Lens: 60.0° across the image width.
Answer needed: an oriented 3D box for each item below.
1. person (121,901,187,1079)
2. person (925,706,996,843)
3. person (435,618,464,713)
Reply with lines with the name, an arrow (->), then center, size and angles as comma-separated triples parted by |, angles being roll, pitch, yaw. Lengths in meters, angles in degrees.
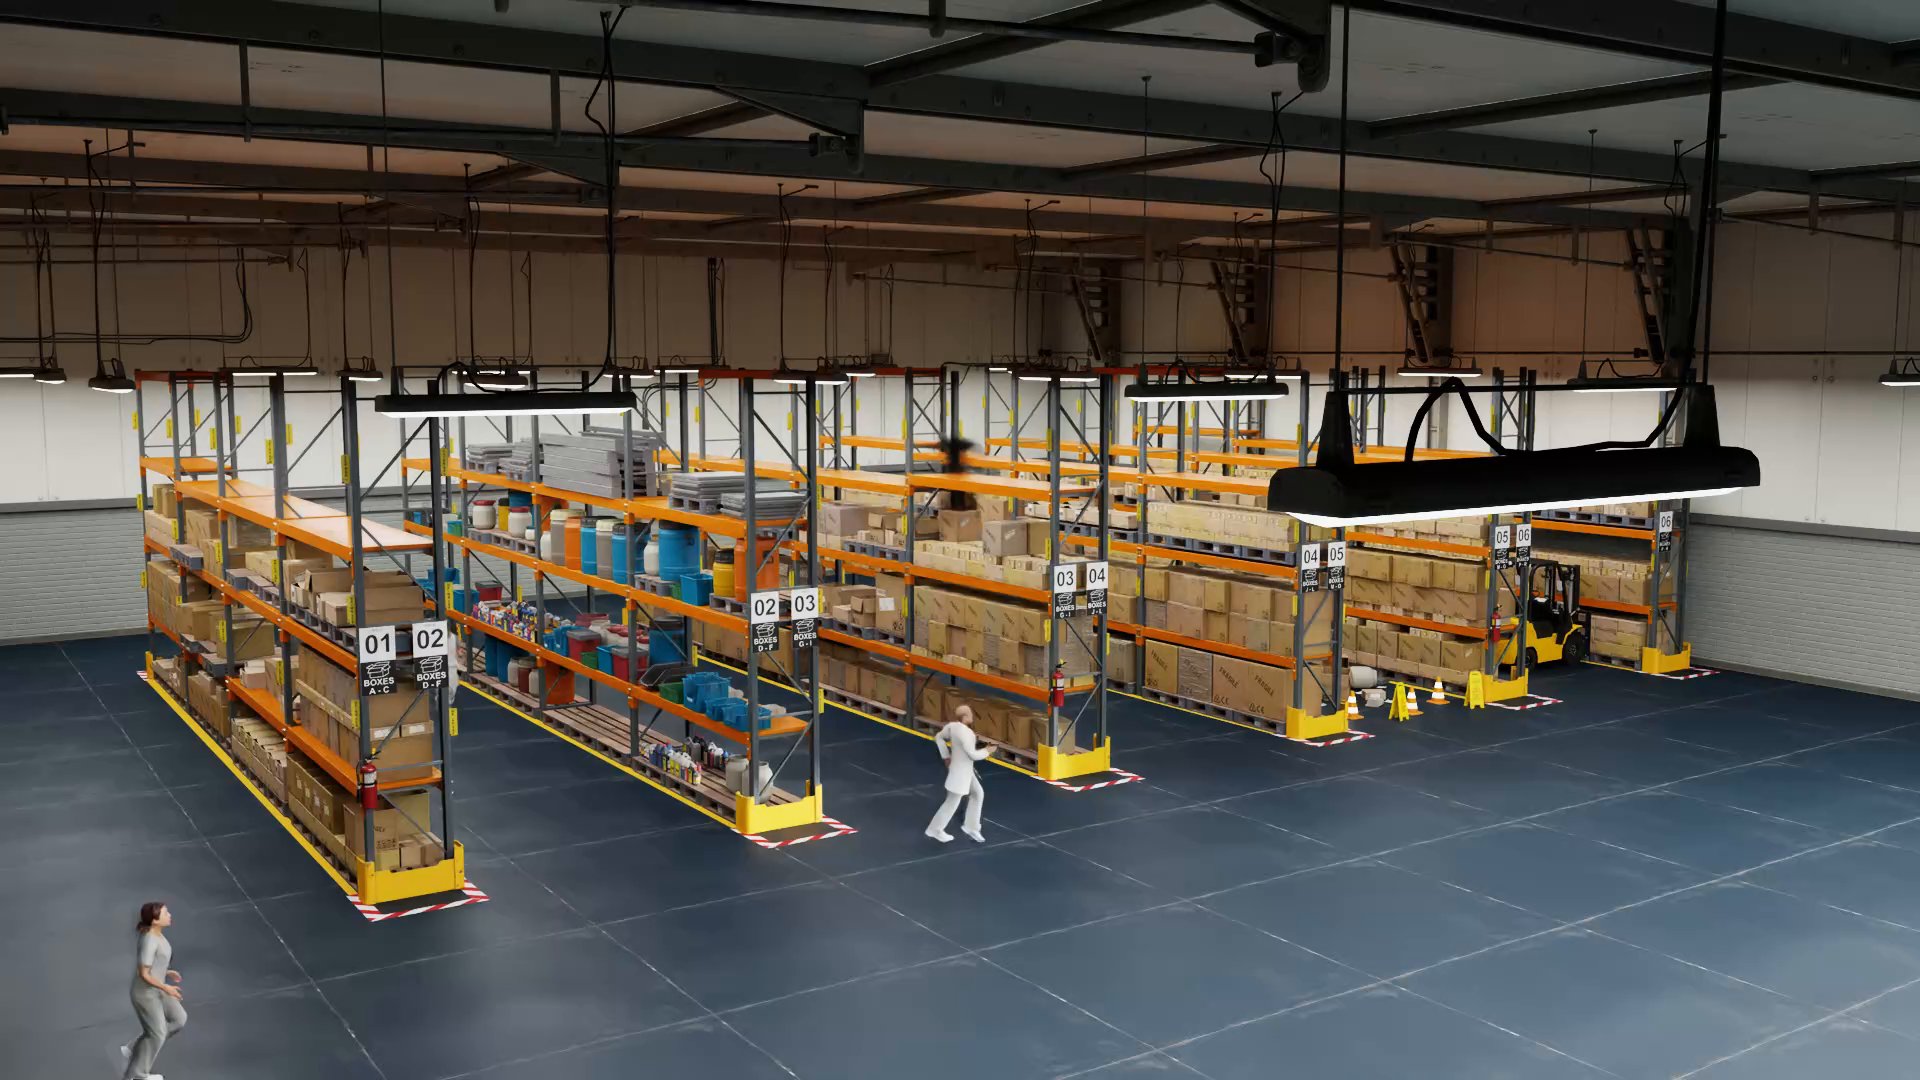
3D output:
person -> -7.004, 3.918, 14.390 | 0.529, 1.619, 0.536 | -2, 7, -18
person -> 0.009, 3.086, 21.396 | 0.932, 1.753, 0.649 | -1, 6, -5
person -> -8.917, 2.210, 28.842 | 0.652, 1.743, 0.591 | -5, 8, -36
